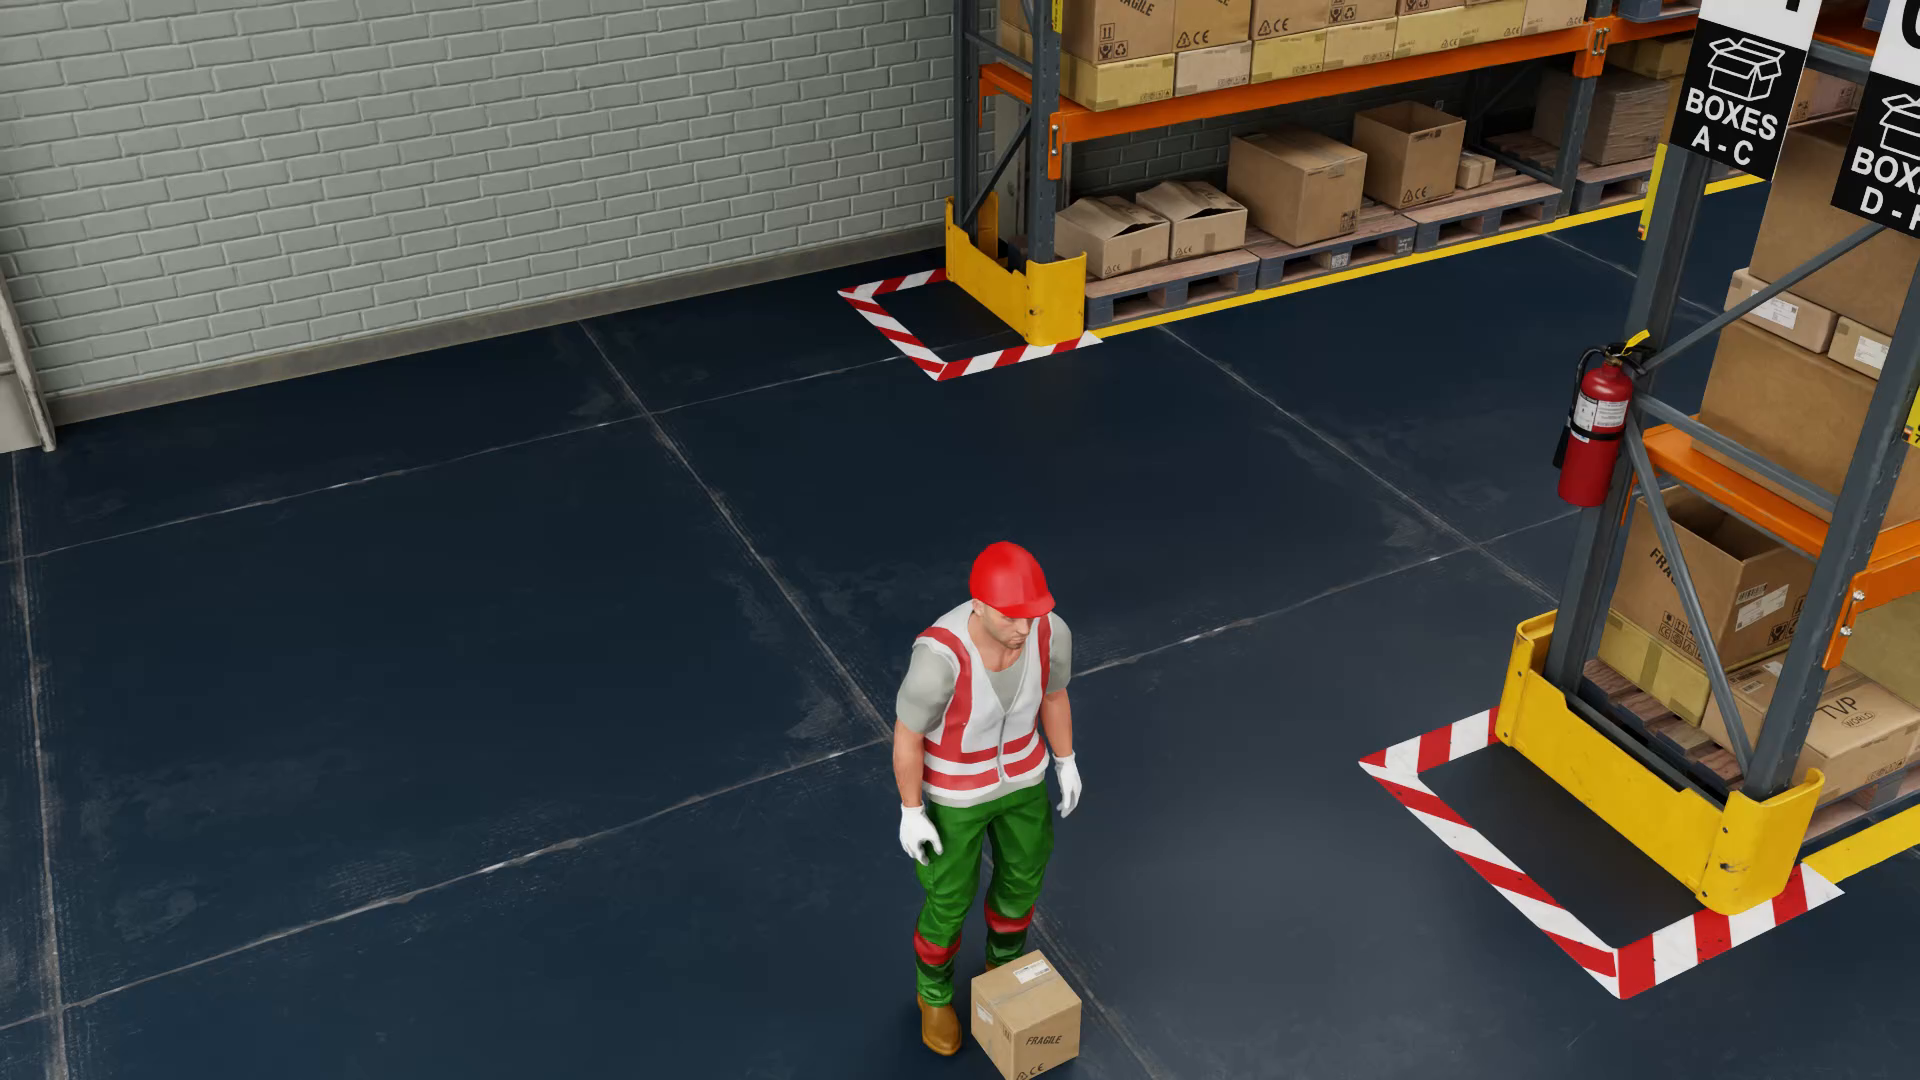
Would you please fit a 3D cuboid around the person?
[{"bbox_3d":[0.085,0.748,4.961,0.610,1.780,0.448,-16,36,-23],"label":"person"}]
